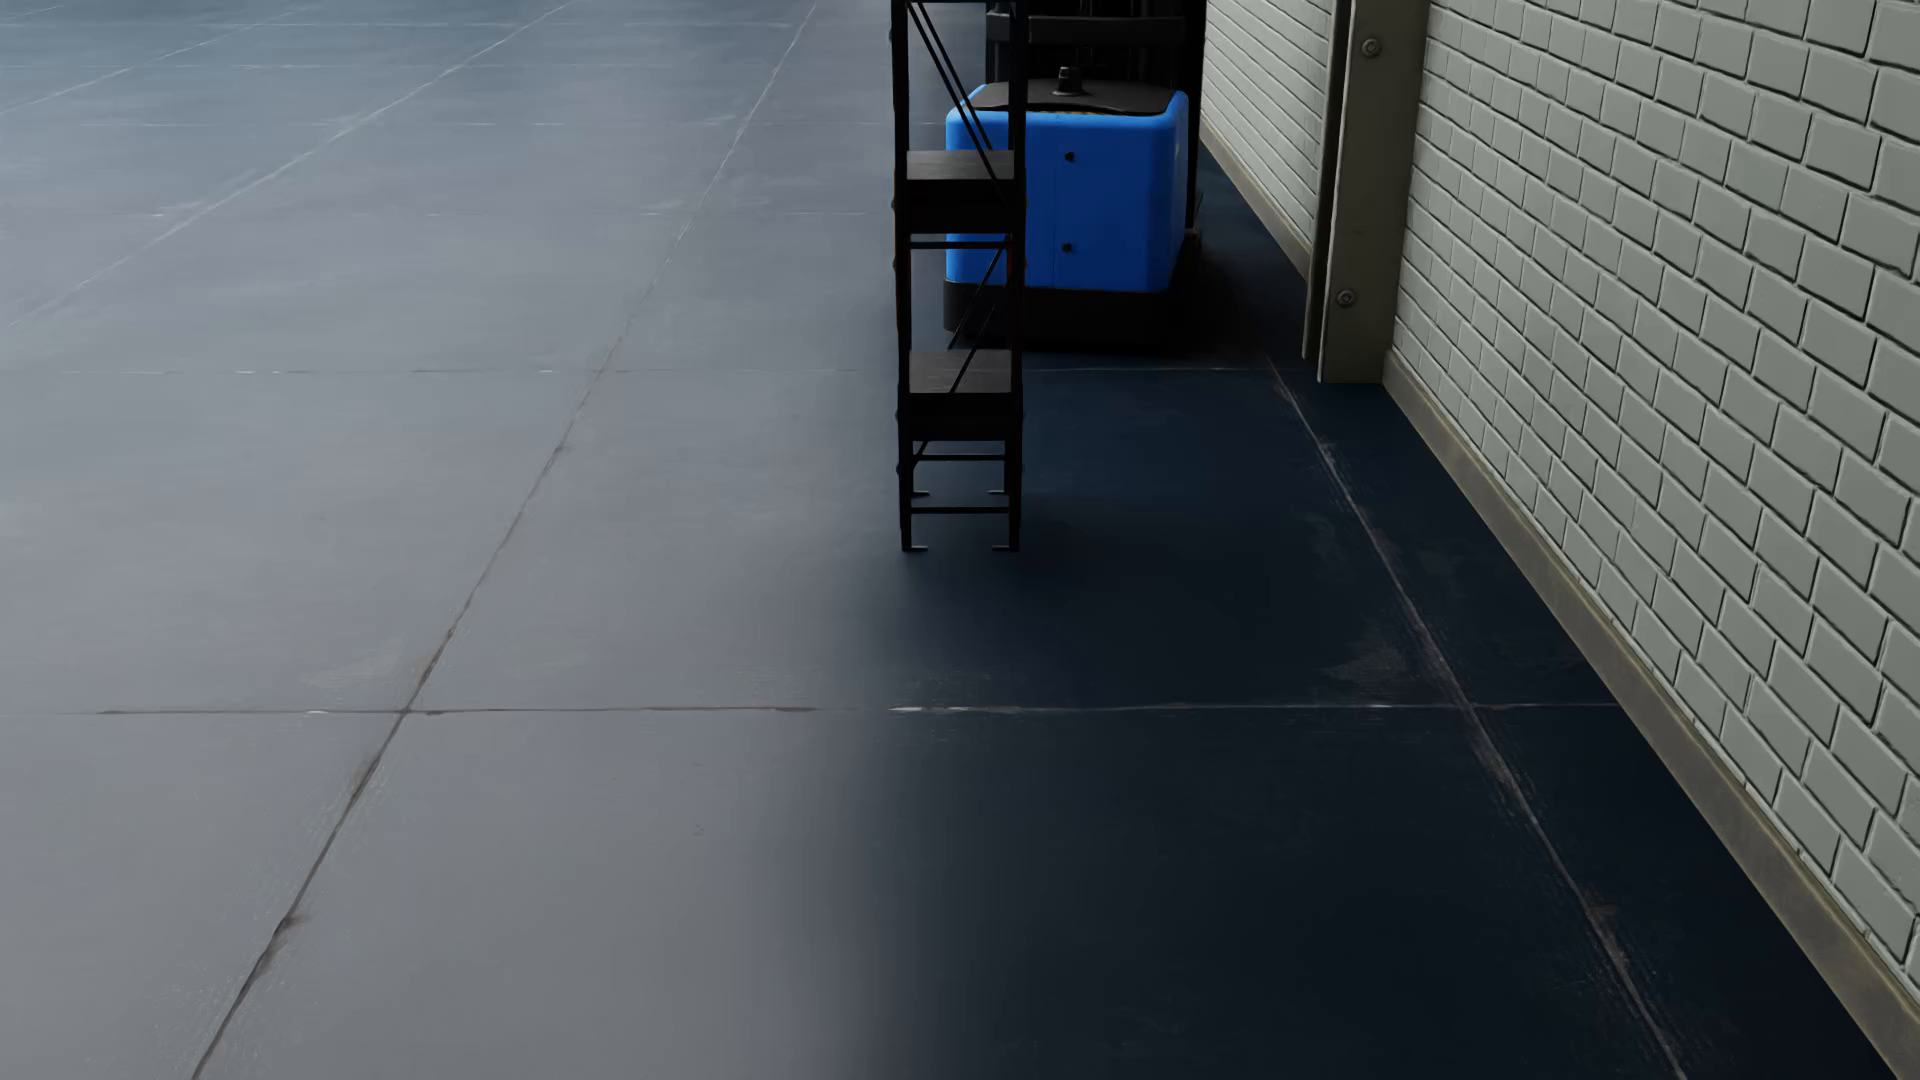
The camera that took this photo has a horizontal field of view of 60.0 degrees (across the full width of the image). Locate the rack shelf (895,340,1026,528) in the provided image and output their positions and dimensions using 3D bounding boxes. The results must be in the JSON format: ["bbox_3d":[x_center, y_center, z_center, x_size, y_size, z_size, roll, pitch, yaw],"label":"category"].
[{"bbox_3d":[-0.002,-0.375,5.762,0.431,0.518,0.480,0,24,-1],"label":"rack shelf"}]

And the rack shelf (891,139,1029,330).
[{"bbox_3d":[-0.002,-1.012,5.474,0.431,0.518,0.480,0,24,-1],"label":"rack shelf"}]

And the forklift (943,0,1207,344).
[{"bbox_3d":[0.718,-2.802,8.389,1.130,2.935,3.031,5,25,10],"label":"forklift"}]

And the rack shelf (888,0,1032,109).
[{"bbox_3d":[-0.002,-1.650,5.185,0.431,0.518,0.480,0,24,-1],"label":"rack shelf"}]

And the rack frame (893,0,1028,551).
[{"bbox_3d":[0.001,-0.924,5.246,0.400,2.100,0.015,0,24,-1],"label":"rack frame"}]

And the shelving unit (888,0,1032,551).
[{"bbox_3d":[-0.002,-1.025,5.468,0.431,2.100,0.503,0,24,-1],"label":"shelving unit"}]

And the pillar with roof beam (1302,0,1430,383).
[{"bbox_3d":[-2.582,-4.849,5.552,9.100,9.000,0.400,0,24,-1],"label":"pillar with roof beam"}]

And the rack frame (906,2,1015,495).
[{"bbox_3d":[-0.004,-1.125,5.690,0.400,2.100,0.015,0,24,-1],"label":"rack frame"}]
